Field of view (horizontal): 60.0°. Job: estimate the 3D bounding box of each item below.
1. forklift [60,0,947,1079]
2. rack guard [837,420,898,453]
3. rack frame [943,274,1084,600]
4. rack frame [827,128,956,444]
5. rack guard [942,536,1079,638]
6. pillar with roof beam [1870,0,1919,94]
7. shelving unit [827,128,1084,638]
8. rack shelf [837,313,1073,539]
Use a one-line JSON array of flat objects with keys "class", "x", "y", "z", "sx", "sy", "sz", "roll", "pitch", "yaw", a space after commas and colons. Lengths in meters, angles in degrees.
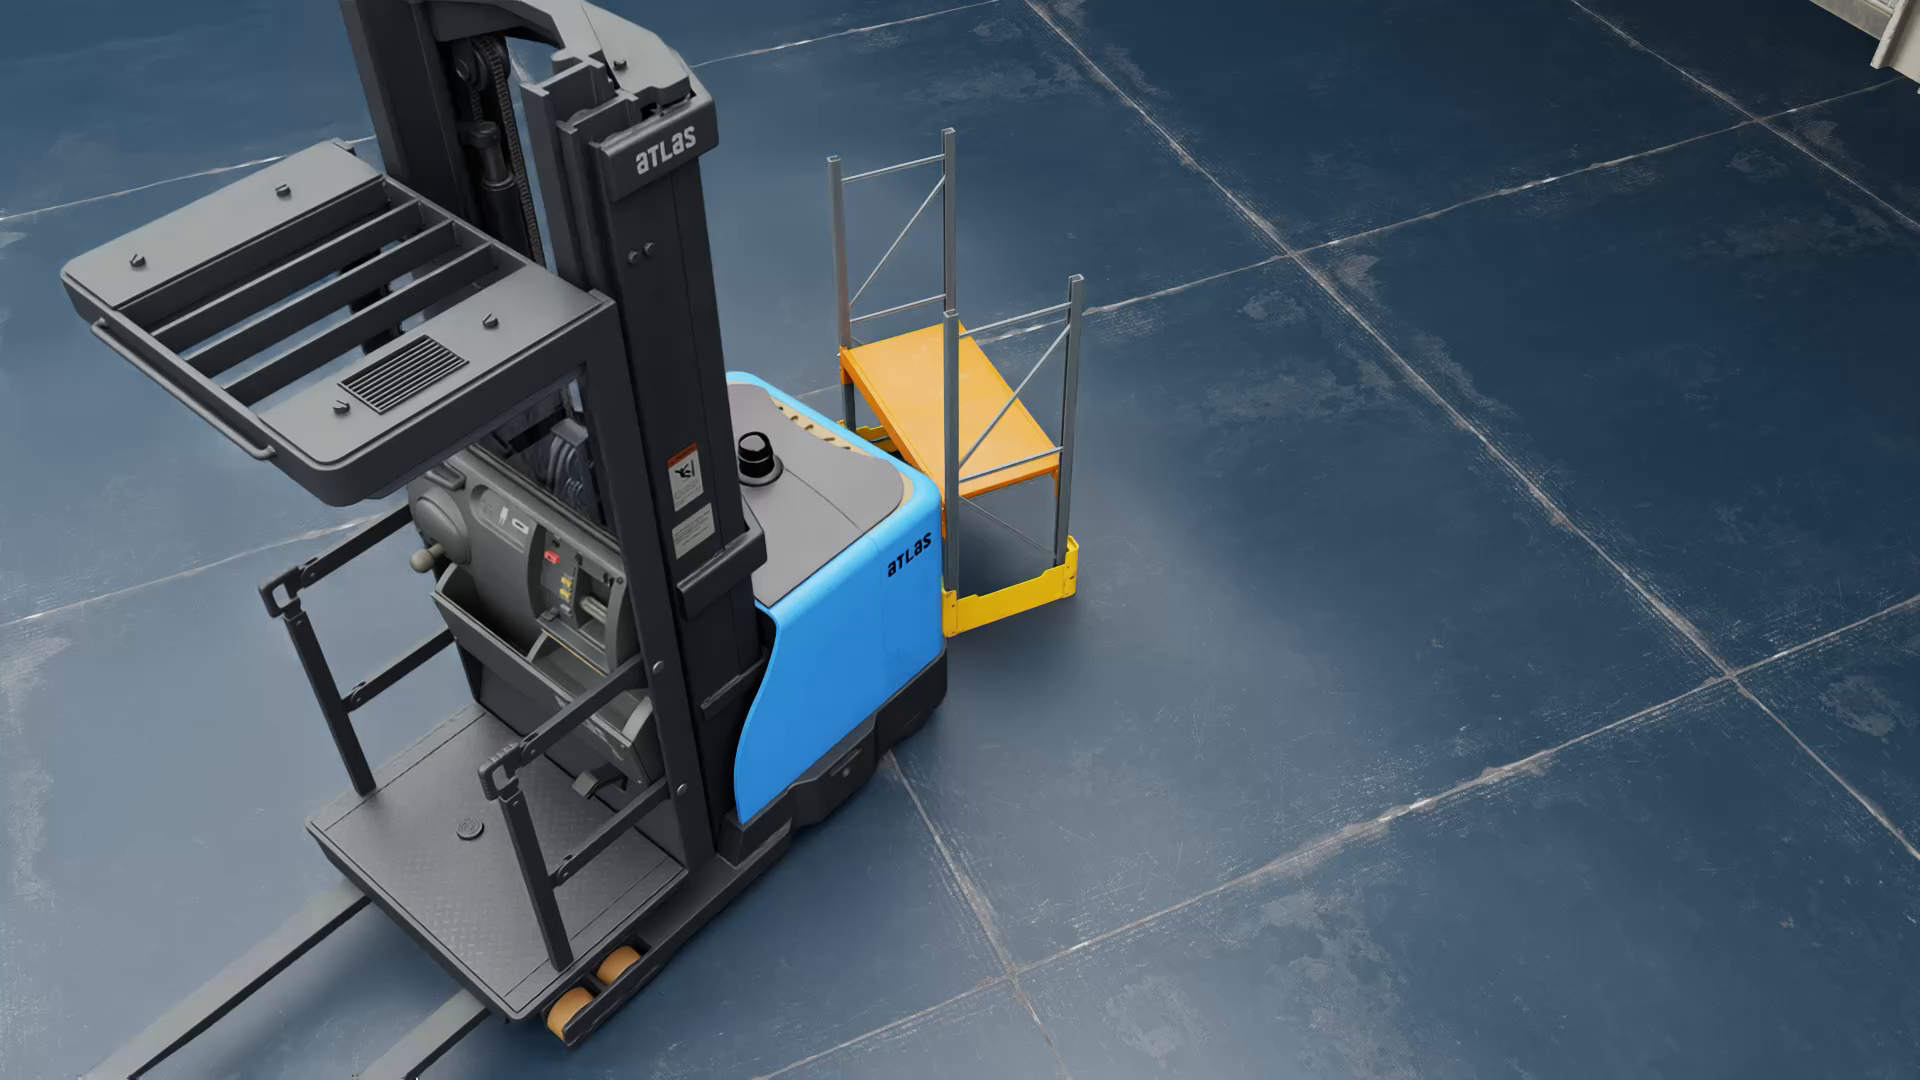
[{"class": "forklift", "x": -1.387, "y": 0.108, "z": 4.554, "sx": 1.130, "sy": 2.935, "sz": 3.031, "roll": 31, "pitch": 52, "yaw": 28}, {"class": "rack guard", "x": -0.241, "y": -0.455, "z": 7.033, "sx": 0.587, "sy": 0.250, "sz": 0.087, "roll": -18, "pitch": 47, "yaw": -17}, {"class": "rack frame", "x": 0.178, "y": -0.264, "z": 5.950, "sx": 0.500, "sy": 1.500, "sz": 0.032, "roll": -18, "pitch": 47, "yaw": -17}, {"class": "rack frame", "x": -0.250, "y": -0.912, "z": 6.607, "sx": 0.500, "sy": 1.500, "sz": 0.032, "roll": -18, "pitch": 47, "yaw": -17}, {"class": "rack guard", "x": 0.177, "y": 0.180, "z": 6.390, "sx": 0.587, "sy": 0.250, "sz": 0.087, "roll": -18, "pitch": 47, "yaw": -17}, {"class": "pillar with roof beam", "x": 1.516, "y": -4.570, "z": 4.975, "sx": 9.100, "sy": 9.000, "sz": 0.400, "roll": -18, "pitch": 47, "yaw": -17}, {"class": "shelving unit", "x": -0.032, "y": -0.582, "z": 6.272, "sx": 0.587, "sy": 1.500, "sz": 1.083, "roll": -18, "pitch": 47, "yaw": -17}, {"class": "rack shelf", "x": -0.036, "y": -0.460, "z": 6.405, "sx": 0.538, "sy": 0.185, "sz": 1.000, "roll": -18, "pitch": 47, "yaw": -17}]
